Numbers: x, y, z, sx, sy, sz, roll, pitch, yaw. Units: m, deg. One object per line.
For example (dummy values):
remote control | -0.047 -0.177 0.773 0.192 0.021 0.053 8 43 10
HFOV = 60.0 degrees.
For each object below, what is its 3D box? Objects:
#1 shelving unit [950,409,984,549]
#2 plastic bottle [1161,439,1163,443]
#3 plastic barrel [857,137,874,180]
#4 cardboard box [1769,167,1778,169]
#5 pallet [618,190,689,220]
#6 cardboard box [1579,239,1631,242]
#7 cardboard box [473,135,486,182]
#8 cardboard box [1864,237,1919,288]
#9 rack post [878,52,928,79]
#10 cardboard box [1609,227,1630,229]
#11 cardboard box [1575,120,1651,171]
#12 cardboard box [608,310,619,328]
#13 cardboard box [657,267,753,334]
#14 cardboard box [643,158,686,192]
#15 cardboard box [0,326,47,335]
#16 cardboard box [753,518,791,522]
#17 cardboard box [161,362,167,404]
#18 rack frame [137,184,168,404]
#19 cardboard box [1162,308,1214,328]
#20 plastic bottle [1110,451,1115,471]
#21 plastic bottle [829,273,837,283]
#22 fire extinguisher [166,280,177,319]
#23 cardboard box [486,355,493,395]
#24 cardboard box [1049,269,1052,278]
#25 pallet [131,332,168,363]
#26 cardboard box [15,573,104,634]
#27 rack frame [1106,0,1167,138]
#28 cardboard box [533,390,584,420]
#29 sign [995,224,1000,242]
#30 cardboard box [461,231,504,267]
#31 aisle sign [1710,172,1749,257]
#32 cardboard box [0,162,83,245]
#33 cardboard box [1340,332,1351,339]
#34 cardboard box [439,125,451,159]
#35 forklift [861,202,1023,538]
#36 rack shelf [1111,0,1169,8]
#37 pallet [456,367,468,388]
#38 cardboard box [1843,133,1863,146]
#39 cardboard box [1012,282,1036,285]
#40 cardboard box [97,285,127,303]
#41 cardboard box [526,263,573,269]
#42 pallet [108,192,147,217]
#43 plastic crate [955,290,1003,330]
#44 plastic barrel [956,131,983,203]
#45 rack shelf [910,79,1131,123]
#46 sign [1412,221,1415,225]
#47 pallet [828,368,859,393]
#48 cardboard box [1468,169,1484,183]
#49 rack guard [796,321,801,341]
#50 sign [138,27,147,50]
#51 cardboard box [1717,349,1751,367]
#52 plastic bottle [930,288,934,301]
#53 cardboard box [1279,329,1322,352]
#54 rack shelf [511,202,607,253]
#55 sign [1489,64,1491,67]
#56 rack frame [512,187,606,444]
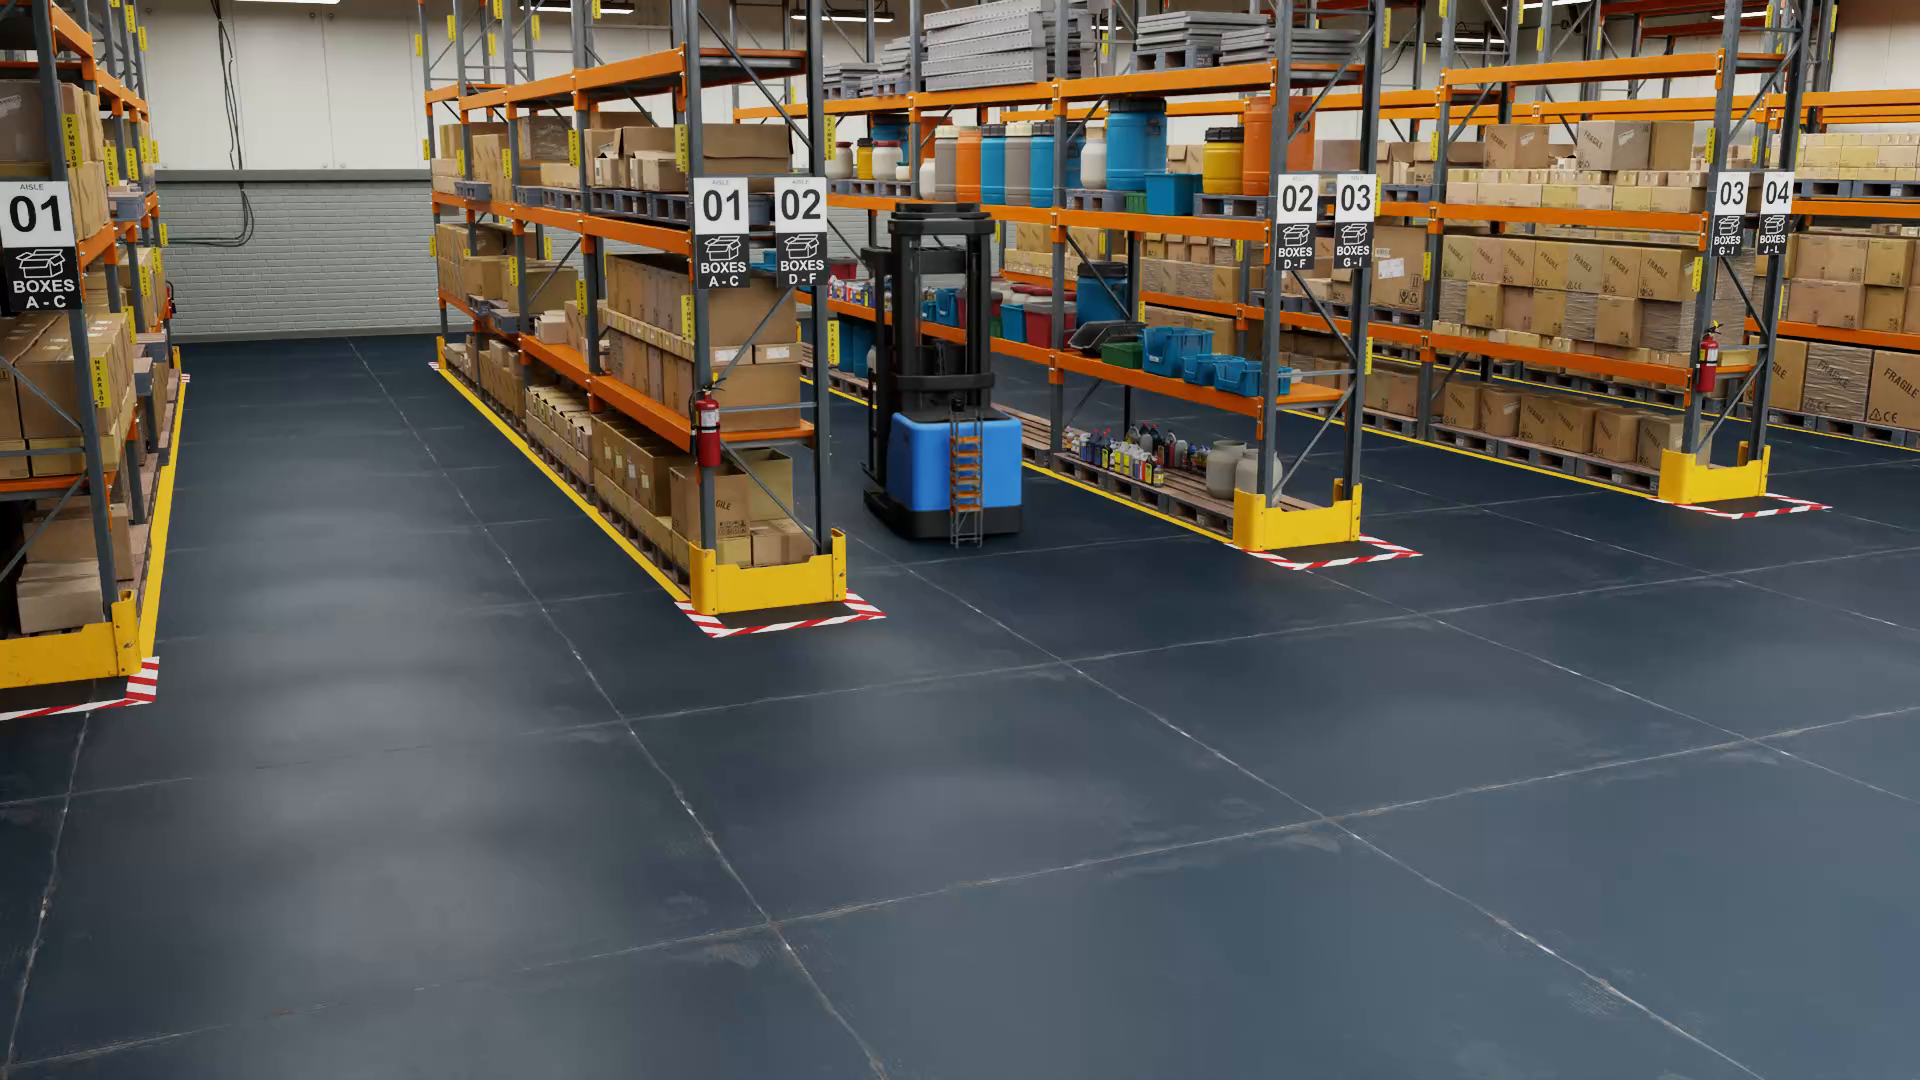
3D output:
shelving unit | 0.057 -0.531 14.504 0.258 1.200 0.189 -4 13 -15
plastic bottle | 2.165 -0.975 17.479 0.061 0.283 0.133 -5 14 -19
plastic barrel | -1.190 -5.501 23.984 0.600 0.588 0.600 0 13 0
cardboard box | 10.421 -4.622 20.938 0.380 0.149 0.250 -6 14 -24
pallet | -2.227 -2.807 13.889 1.003 0.211 1.213 -6 14 -23
cardboard box | 7.032 -3.011 18.126 0.500 0.500 0.500 -6 14 -23
cardboard box | -6.147 -5.120 22.310 0.600 0.600 0.600 -7 15 -28
cardboard box | 11.339 -3.319 19.831 0.875 0.550 0.500 -6 14 -23
rack post | -0.467 -6.119 21.519 0.954 0.300 0.937 -6 14 -23
cardboard box | 12.019 -5.572 29.855 0.500 0.500 0.500 -6 14 -23
cardboard box | 6.751 -4.078 17.193 0.500 0.500 0.500 -6 14 -23
cardboard box | -3.046 -2.054 15.432 0.380 0.149 0.250 -5 14 -22
cardboard box | -2.090 -1.989 13.713 0.700 0.500 0.500 -6 14 -23
cardboard box | -2.178 -2.863 13.026 0.500 0.250 0.500 -6 14 -23
cardboard box | -7.219 -1.341 12.638 0.500 0.500 0.500 -5 14 -21
cardboard box | -1.689 -0.087 13.758 0.500 0.250 0.500 -6 14 -23
cardboard box | -10.440 -2.053 20.926 0.750 0.750 0.750 -5 14 -22
rack frame | -10.819 -3.019 21.260 1.000 3.000 0.127 -6 14 -23
cardboard box | 3.791 -3.033 25.104 1.225 0.875 0.875 -6 14 -23
plastic bottle | 1.574 -0.808 16.939 0.097 0.201 0.097 0 13 0
plastic bottle | -1.881 -3.779 24.656 0.144 0.351 0.185 -6 14 -23
fire extinguisher | -12.059 -3.699 25.197 0.296 0.674 0.183 -6 14 -23
cardboard box | -6.087 -2.232 22.431 0.500 0.500 0.500 -5 14 -22
cardboard box | 1.758 -4.590 28.607 0.380 0.149 0.250 -5 14 -22
pallet | -8.834 -1.961 17.117 1.213 0.211 1.003 -6 14 -23
cardboard box | -6.207 0.405 11.455 0.500 0.311 0.500 -7 15 -29
rack frame | 2.797 -7.284 26.383 1.000 3.000 0.127 -6 14 -23
cardboard box | -4.521 -1.536 18.778 0.500 0.311 0.500 -6 14 -24
sign | 0.683 -5.599 30.313 0.100 0.325 0.005 -6 14 -23
cardboard box | -6.721 -4.084 23.423 0.500 0.500 0.500 -6 14 -23
aisle sign | 7.353 -3.108 15.882 0.394 0.787 0.004 -6 14 -23
cardboard box | -5.917 -2.151 10.593 0.500 0.500 0.500 -5 14 -21
cardboard box | 6.912 -3.654 29.396 0.380 0.149 0.250 -5 14 -22
cardboard box | -7.541 -6.075 25.374 0.700 0.500 0.500 -6 14 -23
forklift | -0.315 -1.729 15.841 1.130 2.935 3.031 -4 13 -15
rack shelf | 3.598 -8.139 24.304 1.077 0.370 4.000 -6 14 -23
pallet | -7.049 -2.503 25.216 1.003 0.211 1.213 -6 14 -23
cardboard box | 10.831 -4.800 19.938 0.380 0.149 0.250 -5 14 -22
cardboard box | 1.524 -4.232 30.283 0.875 0.875 0.875 -6 14 -23
cardboard box | -9.019 -2.359 17.213 0.700 0.500 0.500 -8 15 -30
cardboard box | -5.226 -3.220 20.977 0.700 0.500 0.500 -3 13 -12
pallet | -8.182 -3.087 15.319 1.213 0.211 1.003 -6 14 -23
plastic crate | 0.228 -2.757 19.987 0.402 0.464 0.583 -6 14 -23
plastic barrel | 0.253 -4.433 19.768 0.600 0.830 0.708 -6 14 -23
rack shelf | 0.662 -5.051 19.221 1.077 0.370 4.000 -6 14 -23
sign | 7.889 -5.403 28.994 0.100 0.325 0.005 -6 14 -23
pallet | -1.471 -2.392 24.736 1.003 0.211 1.213 -6 14 -23
cardboard box | 6.018 -4.147 18.931 0.380 0.149 0.250 -6 14 -26
rack guard | -3.365 -3.526 28.996 1.175 0.500 0.348 -6 14 -23
sign | -11.919 -7.308 24.240 0.100 0.325 0.005 -6 14 -23
cardboard box | 7.708 -1.840 16.723 0.380 0.149 0.250 -6 14 -23
plastic bottle | -0.369 -3.340 22.935 0.097 0.271 0.097 0 13 0
cardboard box | 4.695 -2.761 23.050 0.500 0.250 0.500 -5 14 -21
rack shelf | -3.878 -3.338 17.584 1.077 0.370 4.000 -6 14 -23
sign | 10.777 -9.545 33.906 0.100 0.325 0.005 -6 14 -23
rack frame | -4.679 -2.641 19.626 1.000 3.000 0.127 -6 14 -23
